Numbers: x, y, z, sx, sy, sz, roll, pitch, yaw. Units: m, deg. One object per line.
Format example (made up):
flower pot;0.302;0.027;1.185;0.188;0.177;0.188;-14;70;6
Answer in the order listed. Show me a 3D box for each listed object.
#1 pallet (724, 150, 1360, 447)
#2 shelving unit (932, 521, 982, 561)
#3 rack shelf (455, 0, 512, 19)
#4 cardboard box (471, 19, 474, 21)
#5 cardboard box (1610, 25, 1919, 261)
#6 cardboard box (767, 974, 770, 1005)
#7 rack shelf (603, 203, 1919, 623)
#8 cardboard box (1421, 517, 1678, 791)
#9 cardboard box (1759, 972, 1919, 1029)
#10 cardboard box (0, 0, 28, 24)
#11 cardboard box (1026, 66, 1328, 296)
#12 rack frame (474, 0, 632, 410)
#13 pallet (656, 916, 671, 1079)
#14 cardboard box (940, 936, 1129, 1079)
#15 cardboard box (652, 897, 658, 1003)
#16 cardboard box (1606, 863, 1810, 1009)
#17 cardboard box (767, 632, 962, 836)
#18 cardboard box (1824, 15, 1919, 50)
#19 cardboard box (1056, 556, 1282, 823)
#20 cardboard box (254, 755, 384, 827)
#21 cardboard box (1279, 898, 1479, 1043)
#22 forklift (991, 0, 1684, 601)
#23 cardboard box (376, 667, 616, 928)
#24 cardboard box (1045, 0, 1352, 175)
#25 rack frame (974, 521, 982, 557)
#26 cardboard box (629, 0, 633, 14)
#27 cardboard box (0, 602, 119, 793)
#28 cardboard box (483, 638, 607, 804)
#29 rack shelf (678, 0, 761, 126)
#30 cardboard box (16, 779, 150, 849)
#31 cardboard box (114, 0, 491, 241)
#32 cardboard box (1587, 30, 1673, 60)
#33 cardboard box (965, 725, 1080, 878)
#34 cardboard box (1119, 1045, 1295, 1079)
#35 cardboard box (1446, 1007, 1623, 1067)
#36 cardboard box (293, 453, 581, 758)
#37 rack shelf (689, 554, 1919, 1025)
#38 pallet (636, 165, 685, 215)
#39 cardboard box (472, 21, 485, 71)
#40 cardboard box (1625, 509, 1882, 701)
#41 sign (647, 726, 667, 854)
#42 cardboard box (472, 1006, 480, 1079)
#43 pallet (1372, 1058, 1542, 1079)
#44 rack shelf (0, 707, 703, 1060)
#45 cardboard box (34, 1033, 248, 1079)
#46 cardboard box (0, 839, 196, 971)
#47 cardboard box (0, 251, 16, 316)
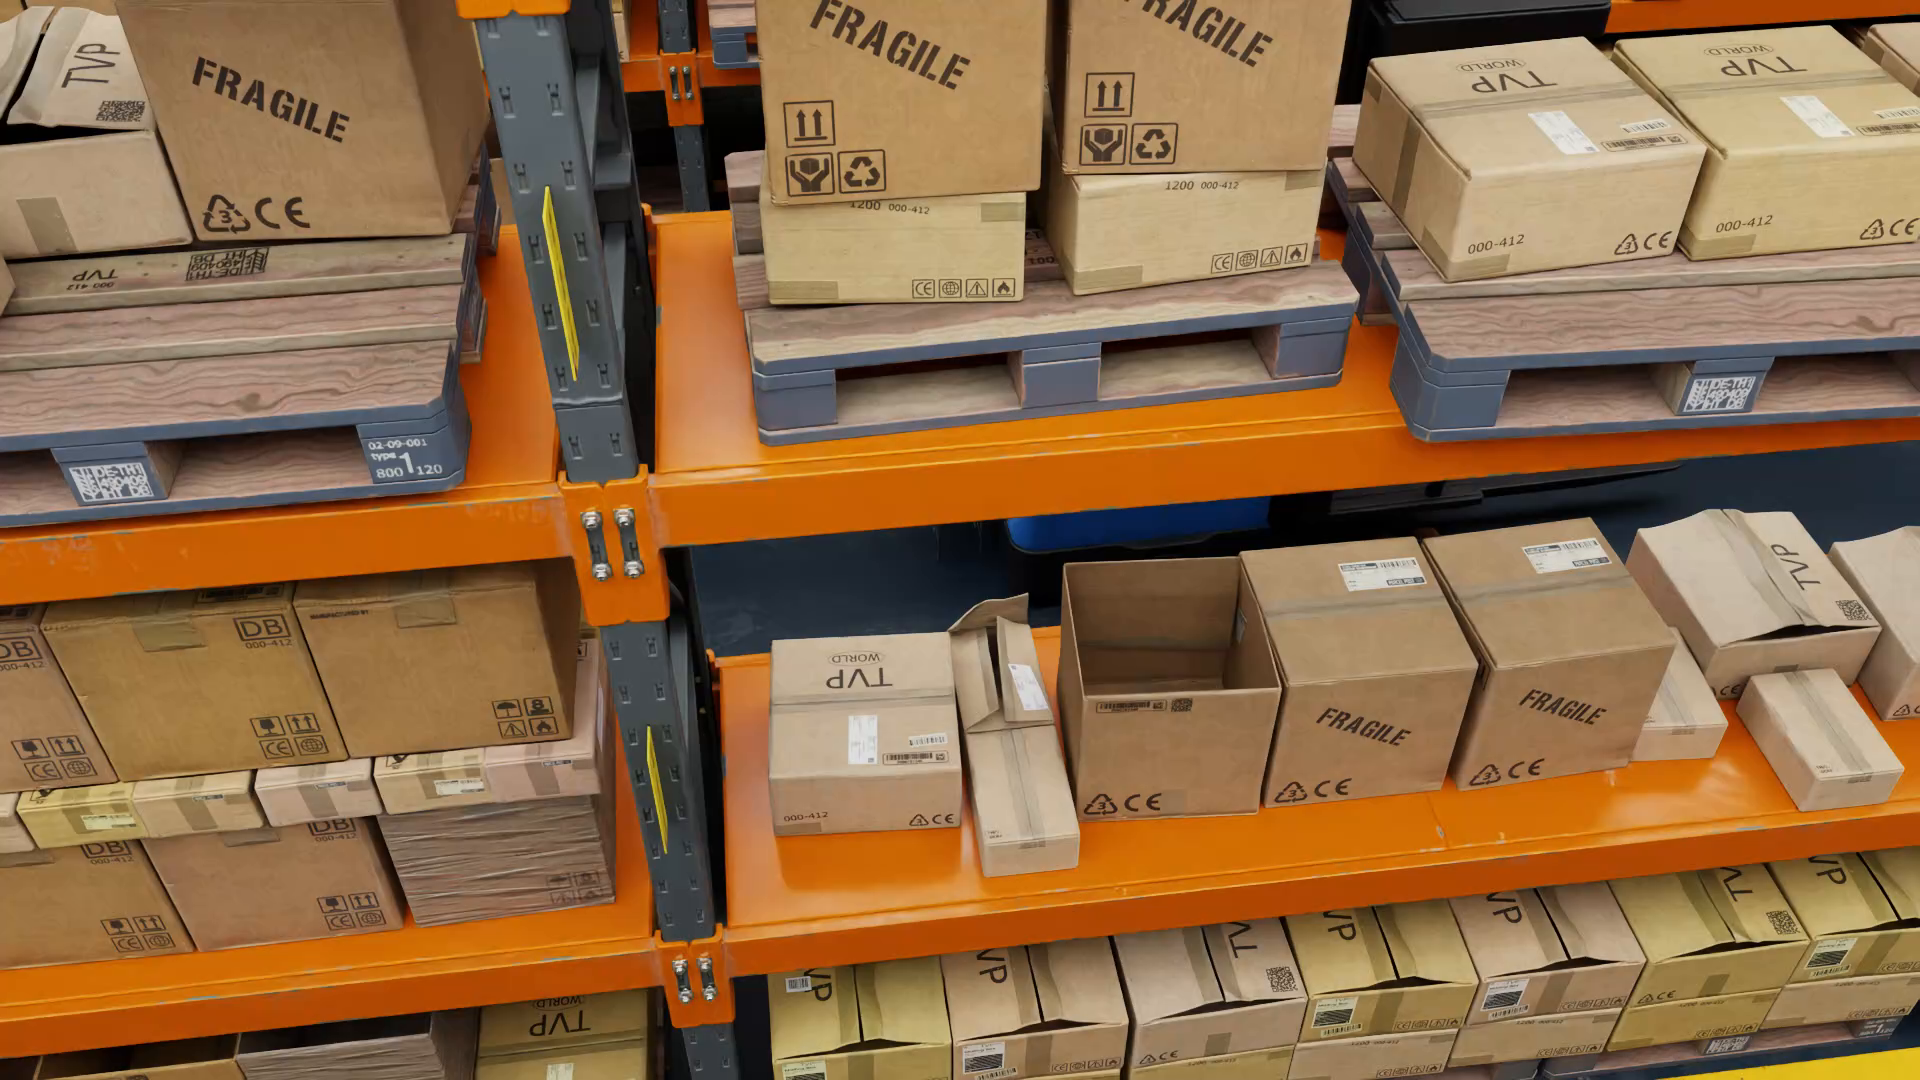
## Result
pallet;0.129;-0.589;3.566;1.217;0.209;0.805;-7;42;-7
shelving unit;-0.014;-0.444;6.847;0.189;1.200;0.258;-5;42;-6
rack shelf;-2.727;-1.099;2.585;4.000;0.370;1.077;-5;42;-6
cardboard box;-2.313;-2.687;7.526;0.500;0.500;0.500;-5;42;-6
cardboard box;1.694;-0.845;3.507;0.500;0.250;0.500;-6;42;-6
cardboard box;-0.312;1.534;5.049;0.500;0.250;0.500;-6;42;-7
rack shelf;1.239;-0.481;3.841;4.000;0.370;1.077;-5;42;-6
cardboard box;1.561;0.312;4.590;0.500;0.500;0.500;-7;43;-8
cardboard box;2.732;1.265;5.347;0.500;0.250;0.500;-4;42;-5
cardboard box;-4.352;-2.511;7.332;0.500;0.500;0.500;-5;42;-5
cardboard box;0.413;-0.771;3.424;0.500;0.250;0.500;-9;43;-10
rack frame;-0.744;-1.688;2.403;0.127;3.000;1.000;-5;42;-6
pallet;-1.538;1.616;5.301;1.213;0.211;1.003;-5;42;-6
cardboard box;0.195;1.286;4.905;0.500;0.311;0.500;-5;42;-6
cardboard box;-1.243;1.243;5.371;0.500;0.250;0.500;-5;42;-6
cardboard box;2.220;1.107;5.103;0.500;0.311;0.500;-6;42;-6
cardboard box;-0.261;0.523;4.542;0.500;0.250;0.500;-3;42;-3
cardboard box;5.034;-2.581;9.163;0.750;0.750;0.750;-4;42;-4
cardboard box;0.542;0.401;4.491;0.500;0.500;0.500;-2;42;-2
cardboard box;-1.491;0.472;3.928;0.250;0.149;0.380;-6;42;-7
cardboard box;1.222;1.192;5.010;0.500;0.311;0.500;-4;42;-4
forklift;1.624;-1.305;6.508;3.031;2.935;1.130;-6;42;-7
cardboard box;-1.183;0.545;4.331;0.500;0.500;0.700;-6;42;-7
cardboard box;0.434;-1.045;3.168;0.500;0.500;0.500;-1;42;-1
rack frame;0.076;-0.452;6.856;0.006;1.200;0.240;-5;42;-6
cardboard box;-1.884;-2.803;8.216;0.500;0.250;0.500;-5;42;-5
cardboard box;-2.181;0.151;3.800;0.500;0.500;0.700;-5;42;-6
cardboard box;-0.986;0.427;3.978;0.250;0.149;0.380;-5;42;-6
rack shelf;0.593;-2.657;8.493;4.000;0.370;1.077;-5;42;-6
cardboard box;-1.995;0.515;3.881;0.250;0.149;0.380;-5;42;-6
cardboard box;-1.278;-0.951;3.332;0.500;0.500;0.500;-2;42;-2
cardboard box;3.322;-2.432;8.998;0.750;0.750;0.750;-6;42;-6
cardboard box;0.161;0.692;4.431;0.250;0.149;0.380;-5;42;-6
cardboard box;0.708;1.444;5.149;0.500;0.250;0.500;-6;42;-7
cardboard box;1.723;1.354;5.249;0.500;0.250;0.500;-4;42;-5
cardboard box;-1.183;0.063;3.897;0.500;0.500;0.700;-5;42;-5
rack shelf;1.239;0.633;4.846;4.000;0.370;1.077;-5;42;-6
pallet;-2.051;-1.633;8.903;1.213;0.211;1.003;-5;42;-6
cardboard box;-2.315;-2.422;7.792;0.500;0.250;0.500;-5;42;-5
cardboard box;2.310;0.174;4.884;0.500;0.311;0.500;-5;42;-6
sign;-0.670;0.557;3.687;0.005;0.325;0.100;-5;42;-6
cardboard box;-1.672;1.627;4.946;0.500;0.250;0.500;-5;42;-6
pallet;1.194;1.377;5.566;1.213;0.211;1.003;-5;42;-6
rack shelf;-2.727;0.980;4.461;4.000;0.370;1.077;-5;42;-6
cardboard box;-2.168;1.393;4.645;0.500;0.500;0.500;-5;42;-6
cardboard box;-2.203;0.636;4.231;0.500;0.500;0.700;-4;42;-5
cardboard box;-1.905;-0.403;2.987;0.250;0.149;0.380;-5;42;-6
